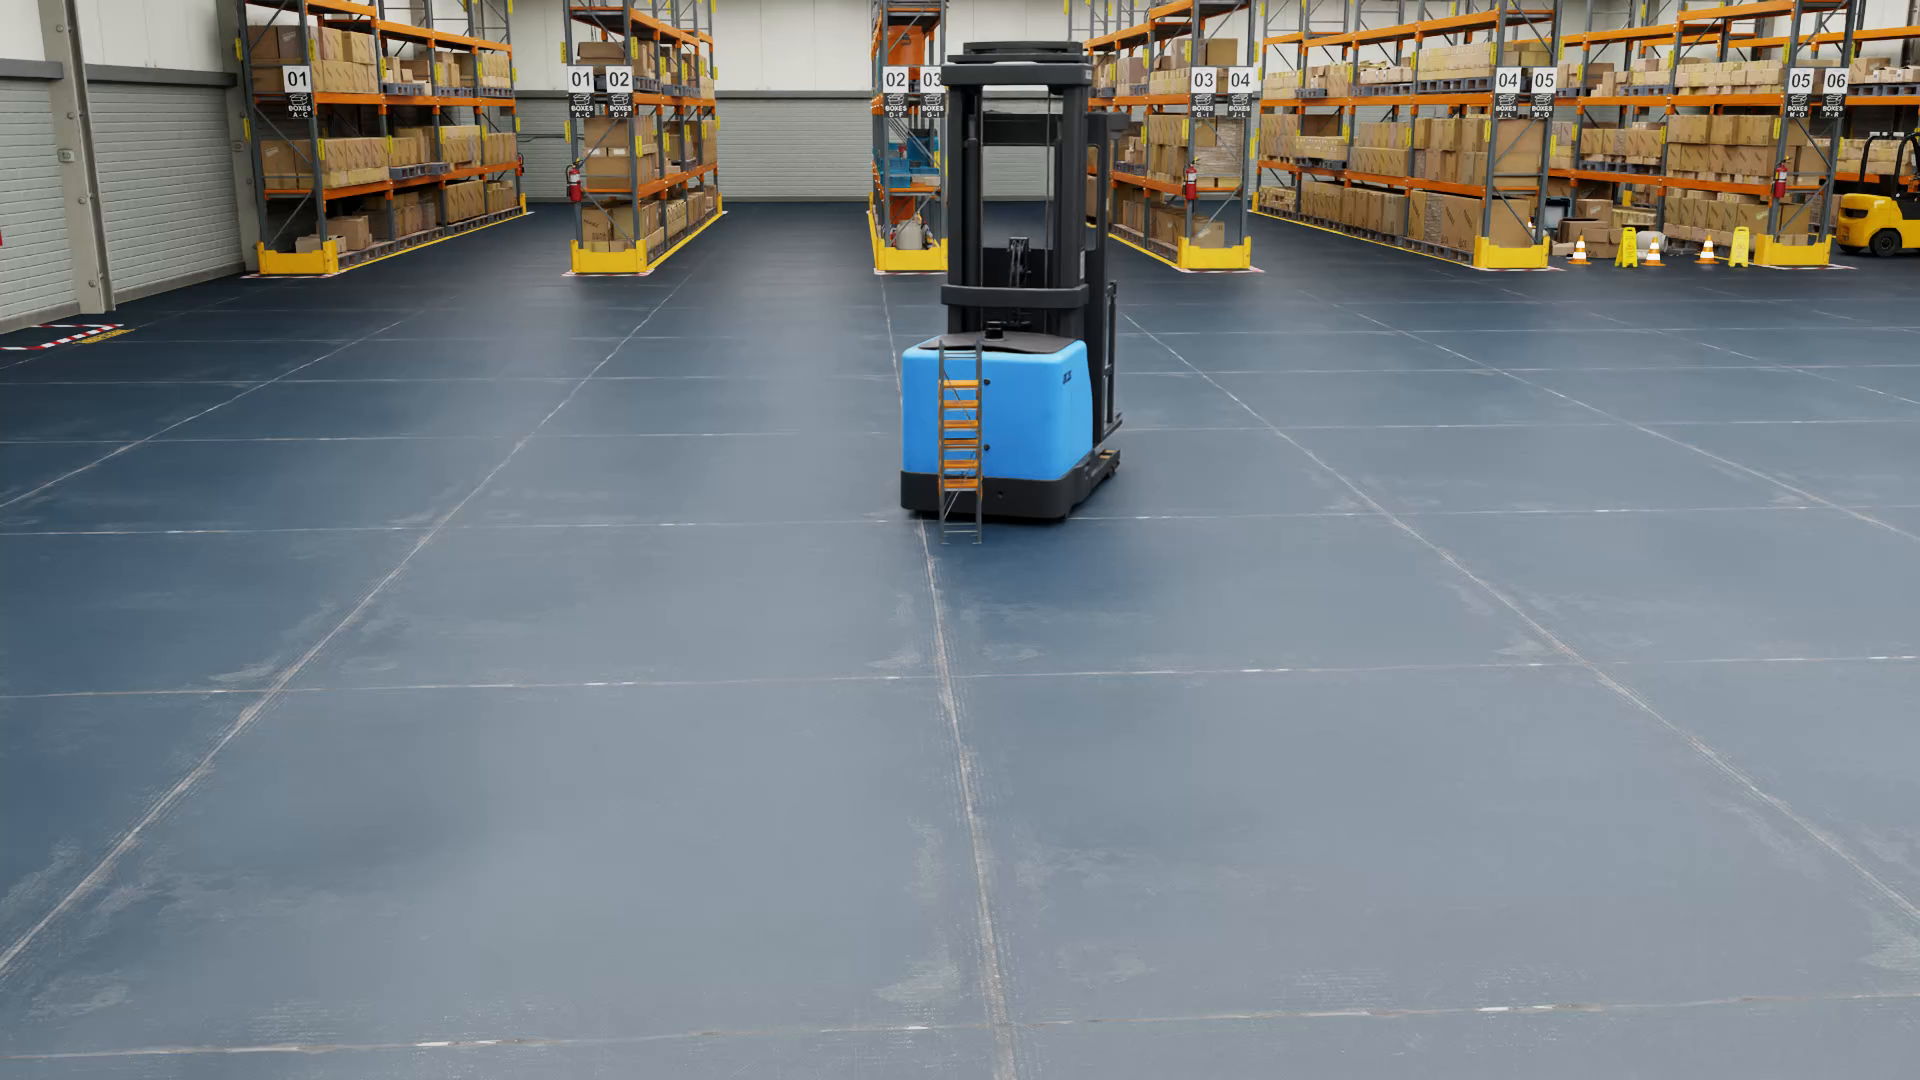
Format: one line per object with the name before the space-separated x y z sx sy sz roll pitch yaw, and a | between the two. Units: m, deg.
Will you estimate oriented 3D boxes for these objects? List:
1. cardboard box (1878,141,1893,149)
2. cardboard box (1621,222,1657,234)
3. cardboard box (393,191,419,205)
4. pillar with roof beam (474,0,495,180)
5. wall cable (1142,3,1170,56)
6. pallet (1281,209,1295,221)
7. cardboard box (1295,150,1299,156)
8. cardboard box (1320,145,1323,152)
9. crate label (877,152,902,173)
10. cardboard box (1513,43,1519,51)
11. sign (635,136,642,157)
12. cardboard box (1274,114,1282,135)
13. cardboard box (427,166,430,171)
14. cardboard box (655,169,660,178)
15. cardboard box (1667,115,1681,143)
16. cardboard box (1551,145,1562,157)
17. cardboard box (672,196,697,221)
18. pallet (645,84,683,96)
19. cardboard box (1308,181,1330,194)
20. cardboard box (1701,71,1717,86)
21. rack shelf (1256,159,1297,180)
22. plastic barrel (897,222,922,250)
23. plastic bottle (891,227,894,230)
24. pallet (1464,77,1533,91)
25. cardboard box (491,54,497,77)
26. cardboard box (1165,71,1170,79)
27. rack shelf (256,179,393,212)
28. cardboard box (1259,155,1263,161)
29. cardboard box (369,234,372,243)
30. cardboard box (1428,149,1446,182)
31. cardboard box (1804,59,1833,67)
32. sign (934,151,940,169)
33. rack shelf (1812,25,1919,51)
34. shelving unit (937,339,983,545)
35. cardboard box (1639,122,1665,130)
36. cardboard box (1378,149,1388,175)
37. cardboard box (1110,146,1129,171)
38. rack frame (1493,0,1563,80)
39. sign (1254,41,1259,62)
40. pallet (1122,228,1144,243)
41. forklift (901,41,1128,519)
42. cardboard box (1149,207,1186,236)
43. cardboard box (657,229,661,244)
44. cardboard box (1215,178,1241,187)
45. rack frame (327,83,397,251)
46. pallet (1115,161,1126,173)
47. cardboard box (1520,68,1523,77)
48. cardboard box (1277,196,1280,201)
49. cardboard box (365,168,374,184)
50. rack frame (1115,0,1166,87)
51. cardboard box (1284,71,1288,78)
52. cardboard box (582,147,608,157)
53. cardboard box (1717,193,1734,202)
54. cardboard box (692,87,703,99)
cardboard box | 18.424 -7.821 32.901 0.380 0.149 0.250 -1 14 -5
cardboard box | 12.566 -5.614 30.836 0.500 0.500 0.500 10 18 35
cardboard box | -11.043 -6.768 32.938 0.500 0.250 0.500 -1 14 -2
pillar with roof beam | -8.342 -13.342 43.824 9.100 9.000 0.400 -1 14 -3
wall cable | 6.313 -15.865 47.171 2.277 5.999 0.120 -1 14 -3
pallet | 8.351 -7.815 39.975 1.003 0.211 1.213 -1 14 -3
cardboard box | 7.993 -8.975 38.551 0.380 0.149 0.250 -2 15 -6
cardboard box | 8.126 -8.601 36.500 0.380 0.149 0.250 -1 14 -4
crate label | -1.433 -7.642 33.636 0.502 0.435 0.616 -1 14 -3
cardboard box | 9.438 -8.197 27.706 0.380 0.149 0.250 -1 14 -4
sign | -5.118 -6.275 26.500 0.100 0.325 0.005 -1 14 -3
cardboard box | 8.026 -10.172 40.739 0.500 0.500 0.500 -1 14 -5
cardboard box | -10.902 -7.696 34.383 0.380 0.149 0.250 -1 14 -4
cardboard box | -5.771 -6.907 31.357 0.380 0.149 0.250 -1 14 -3
cardboard box | 13.669 -7.674 31.030 0.700 0.500 0.500 -1 14 -4
cardboard box | 13.291 -8.519 36.413 0.500 0.250 0.500 -1 14 -5
cardboard box | -5.975 -7.175 36.028 0.500 0.500 0.500 -1 14 -4
pallet | -5.965 -8.716 32.241 1.003 0.211 1.213 0 14 -1
cardboard box | 8.246 -8.034 37.901 0.500 0.250 0.500 0 14 -2
cardboard box | 13.671 -8.268 29.825 0.500 0.250 0.500 -1 14 -3
rack shelf | 8.304 -9.147 41.003 1.077 0.370 4.000 -1 14 -3
plastic barrel | -0.846 -5.047 27.773 0.421 0.512 0.421 0 14 0
plastic bottle | -1.211 -5.531 30.097 0.097 0.271 0.097 0 14 0
pallet | 9.115 -7.608 27.735 1.003 0.211 1.213 -1 14 -3
cardboard box | -11.198 -11.145 39.055 0.500 0.500 0.500 -1 14 -3
cardboard box | 3.798 -8.121 29.052 0.380 0.149 0.250 -1 14 -5
rack shelf | -10.741 -5.882 28.312 1.077 0.370 4.000 -1 14 -3
cardboard box | 7.873 -9.786 42.545 0.380 0.149 0.250 -1 14 -4
cardboard box | -10.801 -5.436 29.939 0.380 0.166 0.250 -3 15 -11
cardboard box | 8.931 -6.717 29.813 0.875 0.550 0.550 -1 14 -3
cardboard box | 14.287 -7.924 27.690 0.380 0.149 0.250 -1 14 -4
sign | -0.427 -7.021 30.738 0.100 0.325 0.005 -1 14 -3
rack shelf | 18.688 -10.049 33.269 1.077 0.370 4.000 -1 14 -3
shelving unit | 0.001 -0.577 9.863 0.258 1.200 0.189 -1 14 -3
cardboard box | 13.548 -8.103 32.557 0.380 0.149 0.250 -1 14 -5
cardboard box | 8.562 -7.434 32.700 0.500 0.500 0.500 -1 14 -3
cardboard box | 3.441 -8.120 35.363 0.500 0.500 0.500 0 14 -2
rack frame | 9.171 -8.919 26.633 1.000 3.000 0.127 -1 14 -3
sign | 4.756 -7.847 26.731 0.100 0.325 0.005 -1 14 -3
pallet | 3.839 -6.105 33.329 1.003 0.211 1.213 -1 14 -3
forklift | 0.519 -1.874 11.428 1.130 2.935 3.031 4 15 15
cardboard box | 3.950 -6.113 31.899 0.700 0.500 0.500 -2 15 -8
cardboard box | -5.653 -5.441 29.828 0.500 0.250 0.500 -1 14 -3
cardboard box | 4.435 -5.916 27.502 0.380 0.149 0.250 -1 14 -3
rack frame | -10.865 -6.728 30.156 1.000 3.000 0.127 -1 14 -3
pallet | 3.870 -7.684 34.255 1.213 0.211 1.003 -1 14 -3
cardboard box | 9.454 -7.750 27.571 0.380 0.149 0.250 -1 14 -3
cardboard box | 8.097 -8.500 41.326 0.380 0.149 0.250 0 14 -1
cardboard box | -10.463 -6.303 28.765 0.500 0.250 0.500 -1 14 -4
rack frame | 3.719 -10.858 34.166 1.000 3.000 0.127 -1 14 -3
cardboard box | 8.030 -11.209 40.048 0.380 0.149 0.250 -1 14 -4
cardboard box | -5.887 -6.265 26.855 0.380 0.149 0.250 -1 14 -4
cardboard box | 13.679 -6.078 29.499 0.380 0.149 0.250 0 14 -1
cardboard box | -6.199 -10.300 38.319 0.500 0.250 0.500 -1 14 -3
